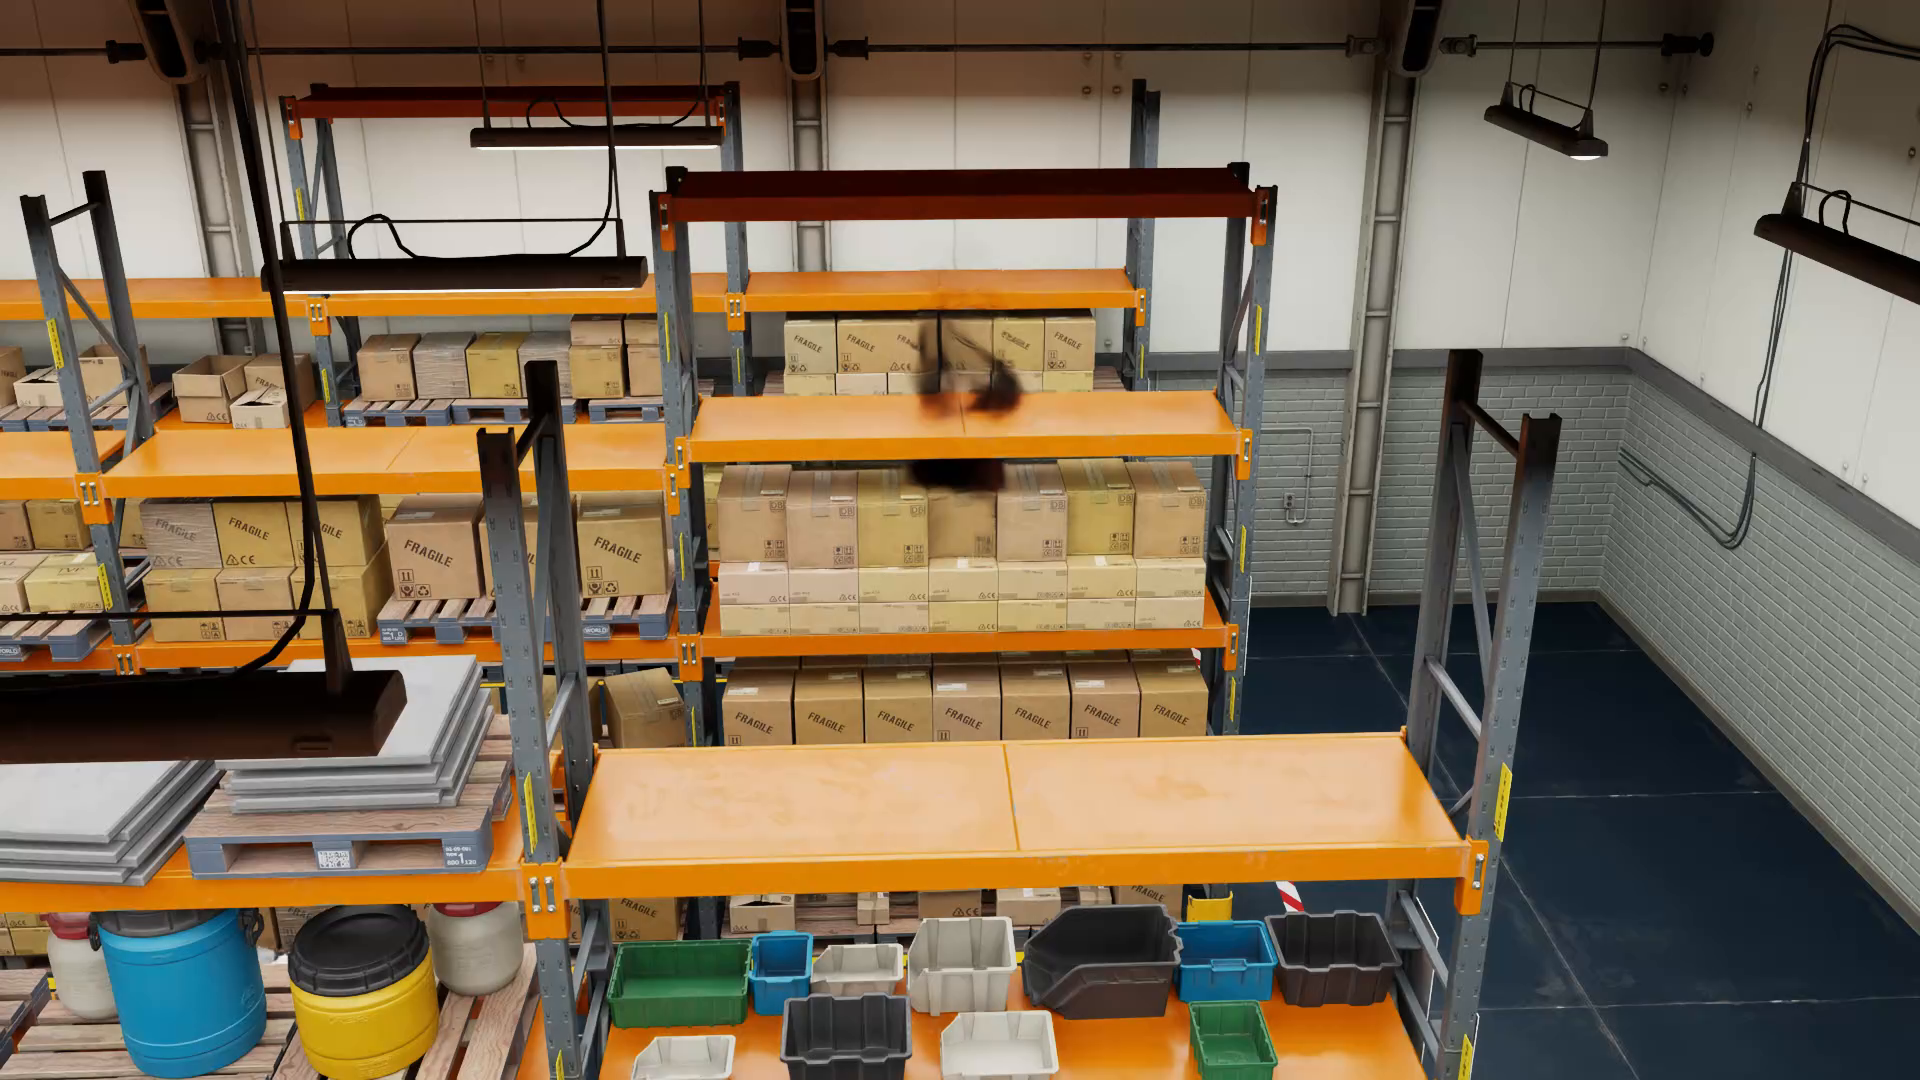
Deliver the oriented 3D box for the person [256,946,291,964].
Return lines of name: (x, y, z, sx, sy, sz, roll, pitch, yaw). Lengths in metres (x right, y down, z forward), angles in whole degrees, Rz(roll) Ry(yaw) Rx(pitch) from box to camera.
person: (-4.332, 3.293, 11.070, 0.856, 1.493, 0.603, -8, 24, -19)
